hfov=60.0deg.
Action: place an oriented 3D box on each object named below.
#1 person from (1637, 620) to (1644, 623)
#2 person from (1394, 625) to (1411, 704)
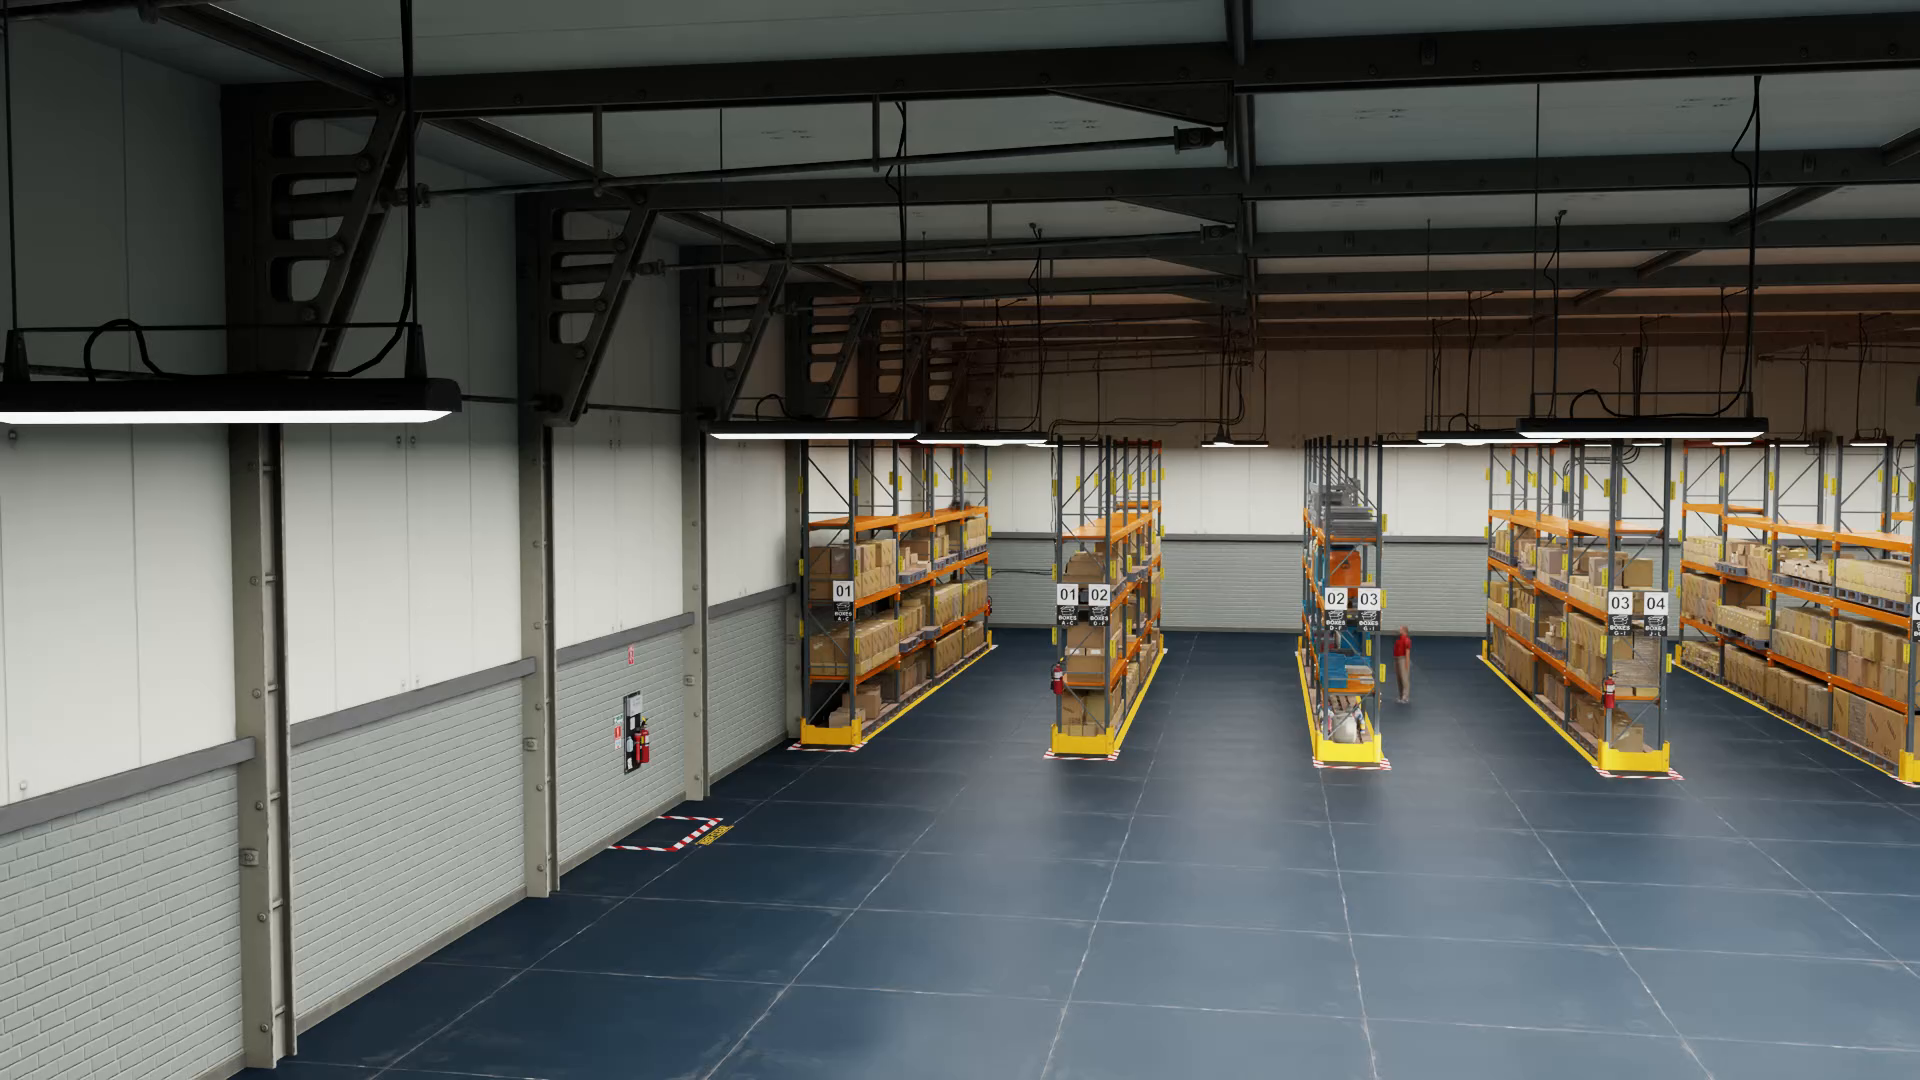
[{"bbox_3d":[18.556,2.409,45.344,0.527,1.717,1.064,3,4,43],"label":"person"},{"bbox_3d":[10.053,2.817,37.877,0.440,1.743,0.628,-1,3,-10],"label":"person"}]
